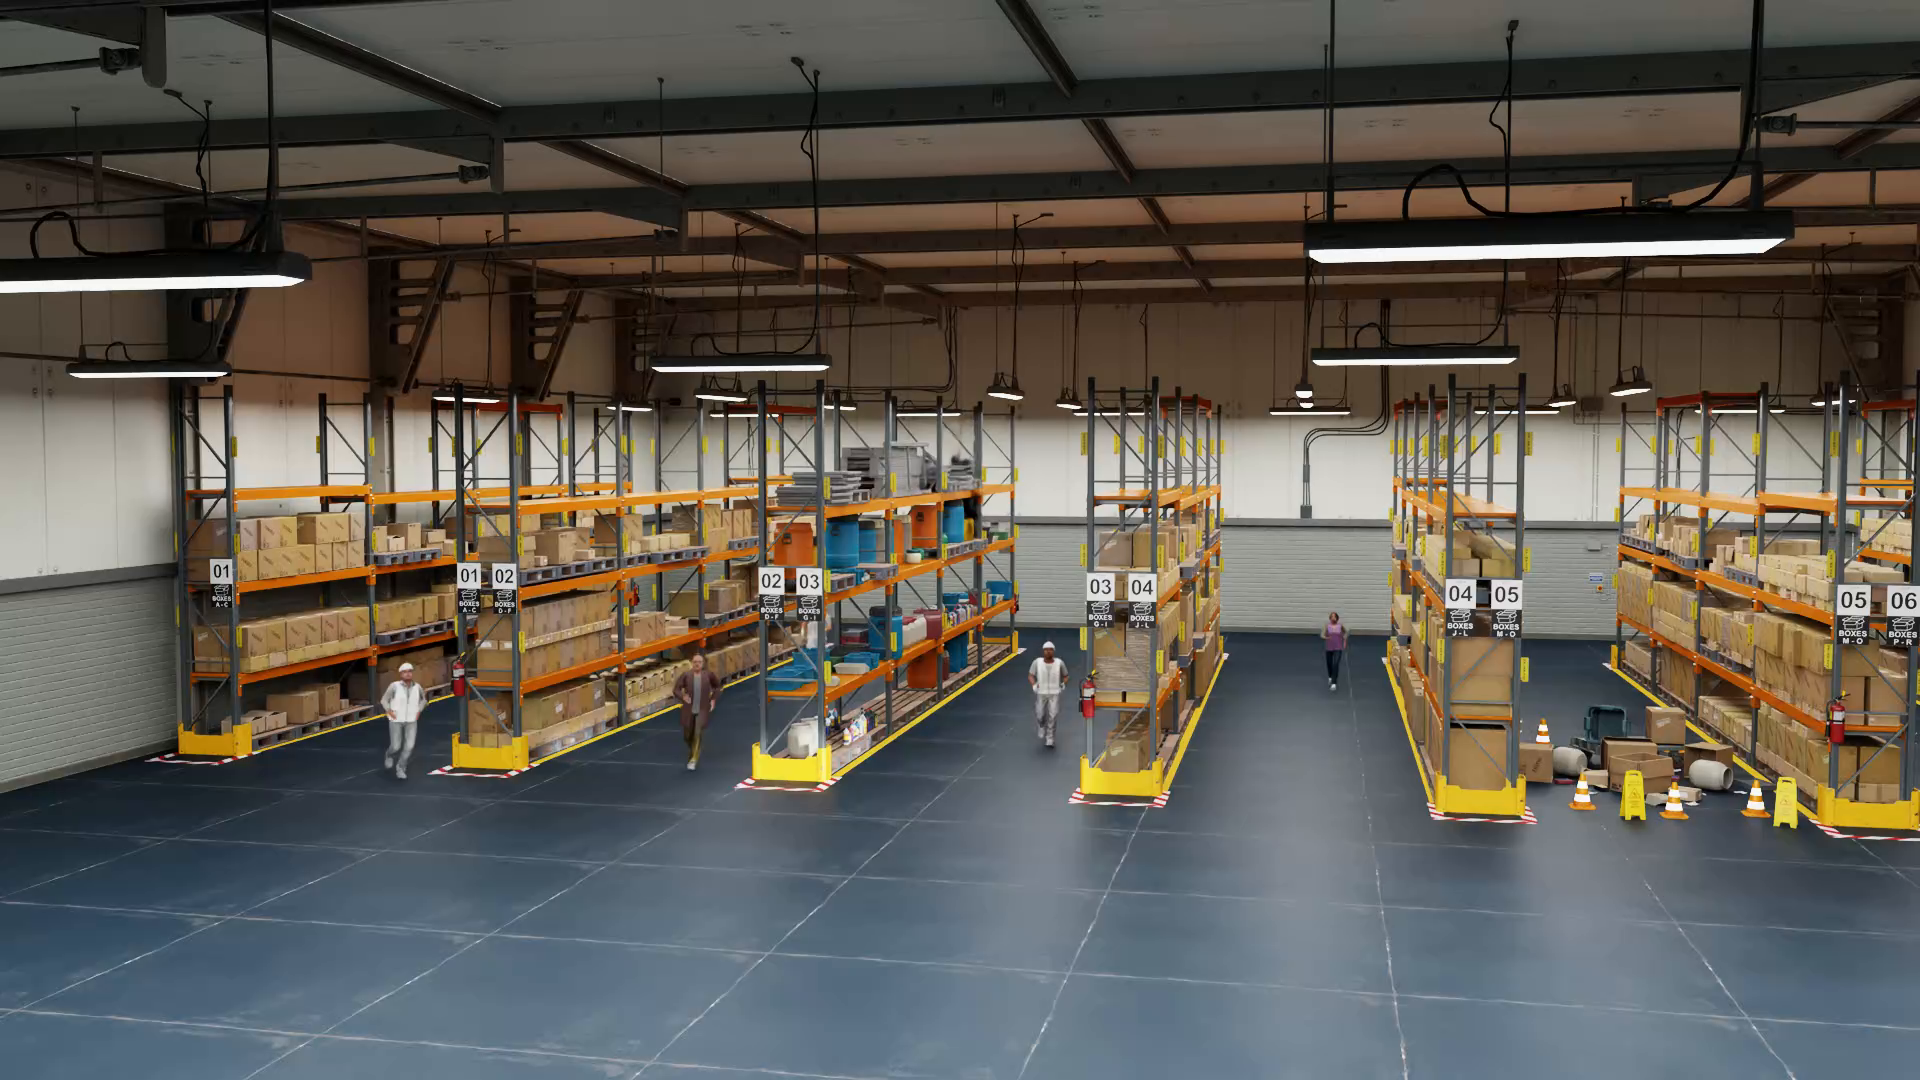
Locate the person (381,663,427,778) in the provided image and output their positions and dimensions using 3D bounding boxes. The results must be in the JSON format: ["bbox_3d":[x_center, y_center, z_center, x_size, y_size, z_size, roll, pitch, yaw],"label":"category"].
[{"bbox_3d":[-8.455,2.732,25.329,0.683,1.732,0.622,-2,4,-30],"label":"person"}]

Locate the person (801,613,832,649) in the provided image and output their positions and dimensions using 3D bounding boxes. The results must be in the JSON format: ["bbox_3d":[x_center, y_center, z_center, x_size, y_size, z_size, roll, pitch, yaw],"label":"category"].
[{"bbox_3d":[-3.036,2.137,35.133,0.669,1.806,0.843,0,3,1],"label":"person"}]

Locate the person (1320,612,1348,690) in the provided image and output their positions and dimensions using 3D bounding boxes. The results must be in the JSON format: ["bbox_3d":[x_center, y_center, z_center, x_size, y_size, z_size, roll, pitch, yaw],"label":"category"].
[{"bbox_3d":[7.685,2.258,34.211,0.545,1.579,0.896,1,3,16],"label":"person"}]

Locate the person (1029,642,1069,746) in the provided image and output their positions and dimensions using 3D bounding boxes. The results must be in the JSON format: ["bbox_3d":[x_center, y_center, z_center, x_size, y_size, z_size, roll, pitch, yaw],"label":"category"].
[{"bbox_3d":[1.487,2.575,27.861,0.680,1.733,0.621,0,3,2],"label":"person"}]

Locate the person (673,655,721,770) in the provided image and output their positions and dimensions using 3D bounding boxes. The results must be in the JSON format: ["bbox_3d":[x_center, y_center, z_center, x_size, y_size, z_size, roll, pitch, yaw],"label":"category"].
[{"bbox_3d":[-4.105,2.666,25.964,0.742,1.760,0.894,0,3,-6],"label":"person"}]
